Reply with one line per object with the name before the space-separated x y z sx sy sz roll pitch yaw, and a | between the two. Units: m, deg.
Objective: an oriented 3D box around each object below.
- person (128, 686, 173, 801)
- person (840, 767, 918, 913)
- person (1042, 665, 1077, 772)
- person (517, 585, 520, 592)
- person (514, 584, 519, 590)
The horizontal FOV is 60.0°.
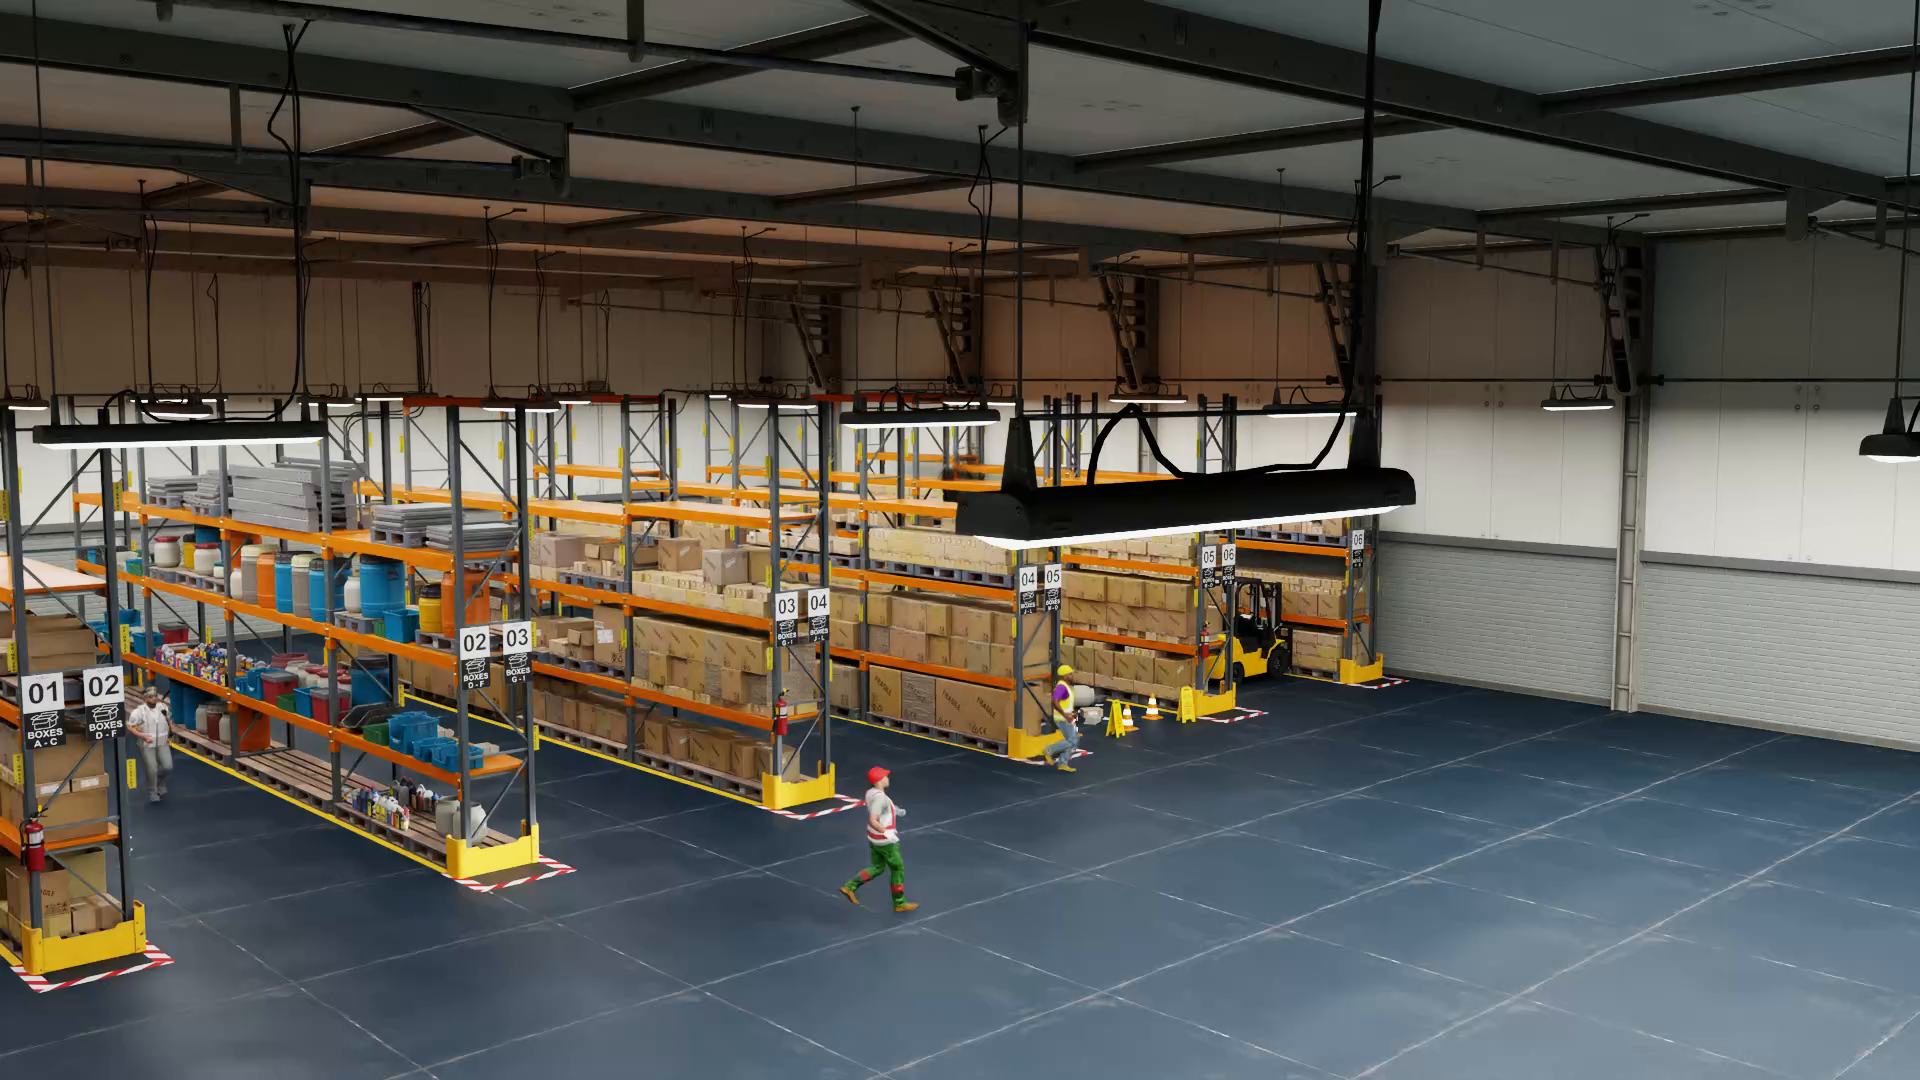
person | -12.102 3.050 24.950 0.592 1.743 0.663 5 8 44
person | -0.928 3.546 19.665 0.884 1.766 0.669 -2 6 -20
person | 1.613 2.887 26.889 0.568 1.746 0.723 1 6 8
person | -10.719 1.636 40.062 0.711 1.660 0.725 2 6 20
person | -10.140 1.840 37.686 0.684 1.730 0.548 -3 7 -32
